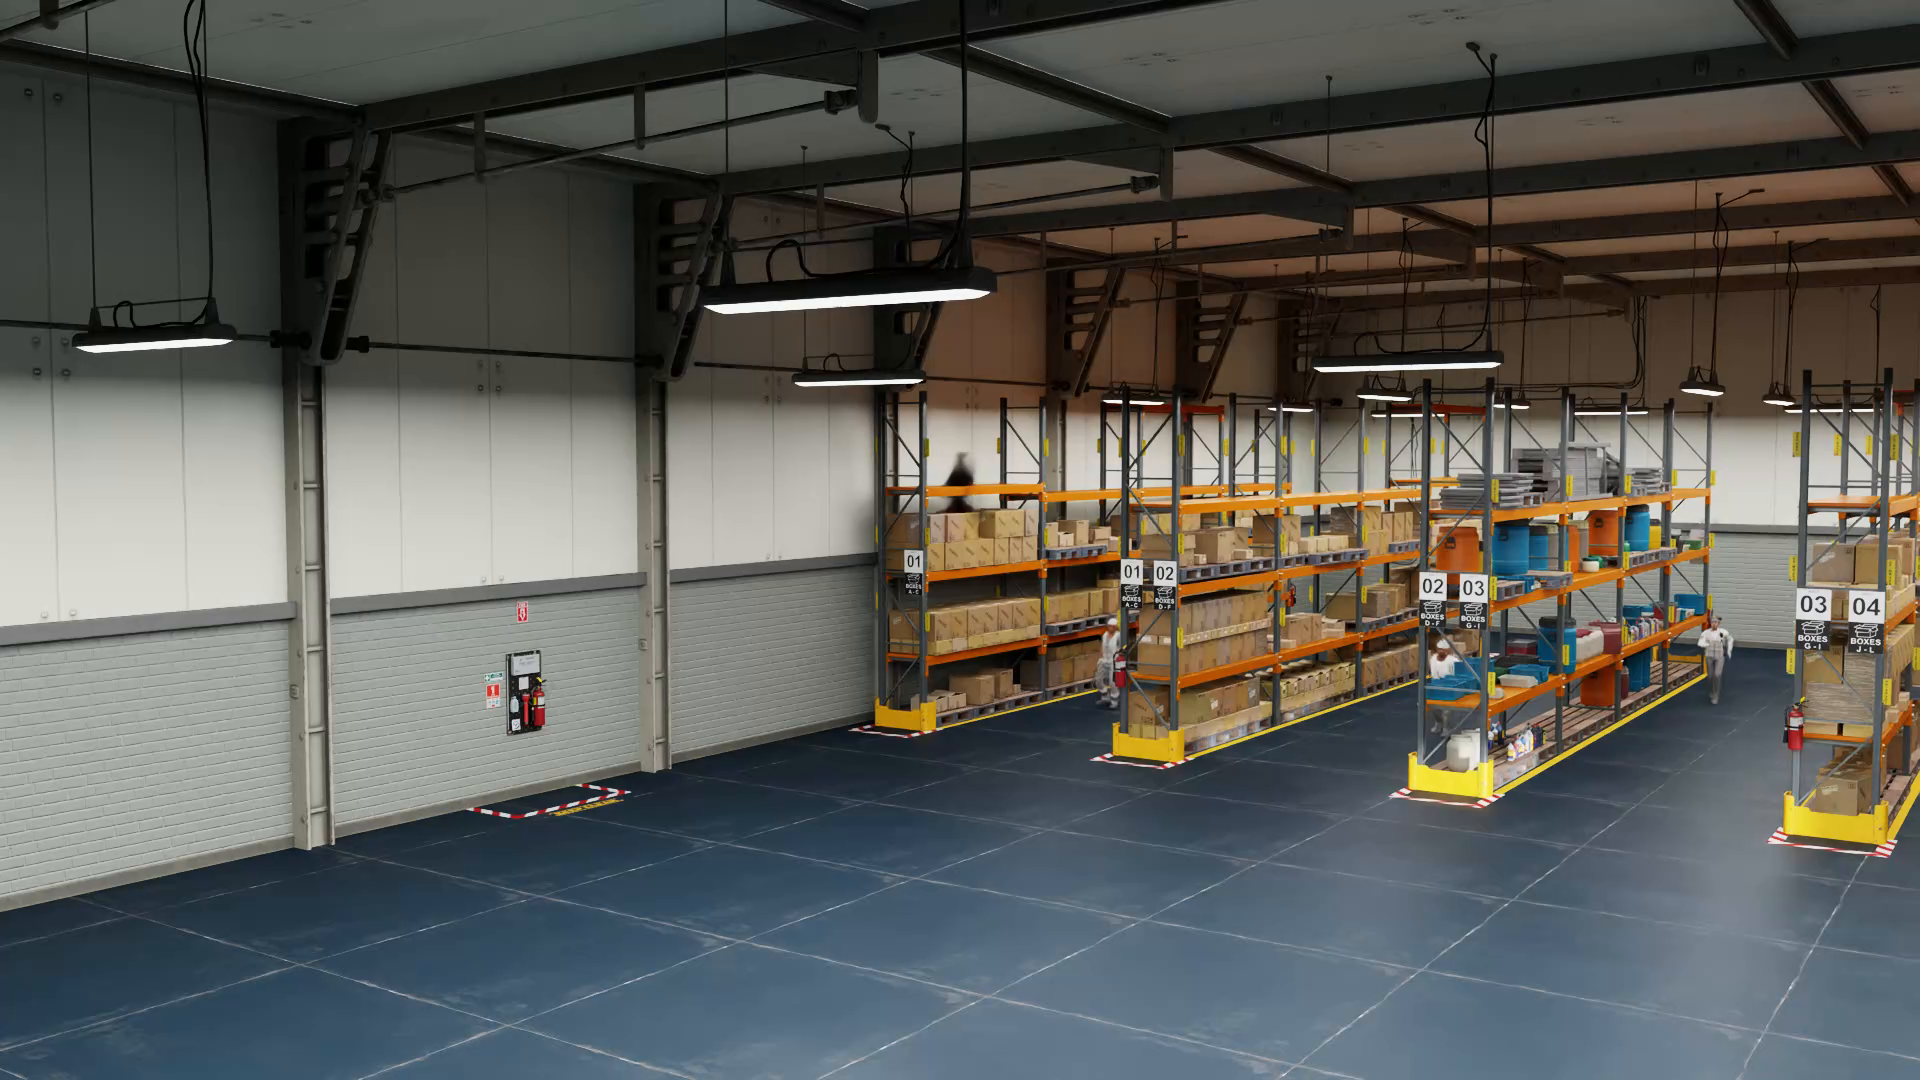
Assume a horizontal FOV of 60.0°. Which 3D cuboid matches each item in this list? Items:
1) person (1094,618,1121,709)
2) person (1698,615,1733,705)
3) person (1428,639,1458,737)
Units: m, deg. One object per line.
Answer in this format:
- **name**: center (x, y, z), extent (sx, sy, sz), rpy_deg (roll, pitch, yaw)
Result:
- **person**: center (2.831, 2.357, 31.784), extent (0.769, 1.751, 0.573), rpy_deg (3, 4, 39)
- **person**: center (14.844, 2.338, 32.696), extent (0.594, 1.735, 0.845), rpy_deg (2, 4, 32)
- **person**: center (8.255, 2.551, 28.489), extent (0.698, 1.713, 0.782), rpy_deg (3, 4, 43)
